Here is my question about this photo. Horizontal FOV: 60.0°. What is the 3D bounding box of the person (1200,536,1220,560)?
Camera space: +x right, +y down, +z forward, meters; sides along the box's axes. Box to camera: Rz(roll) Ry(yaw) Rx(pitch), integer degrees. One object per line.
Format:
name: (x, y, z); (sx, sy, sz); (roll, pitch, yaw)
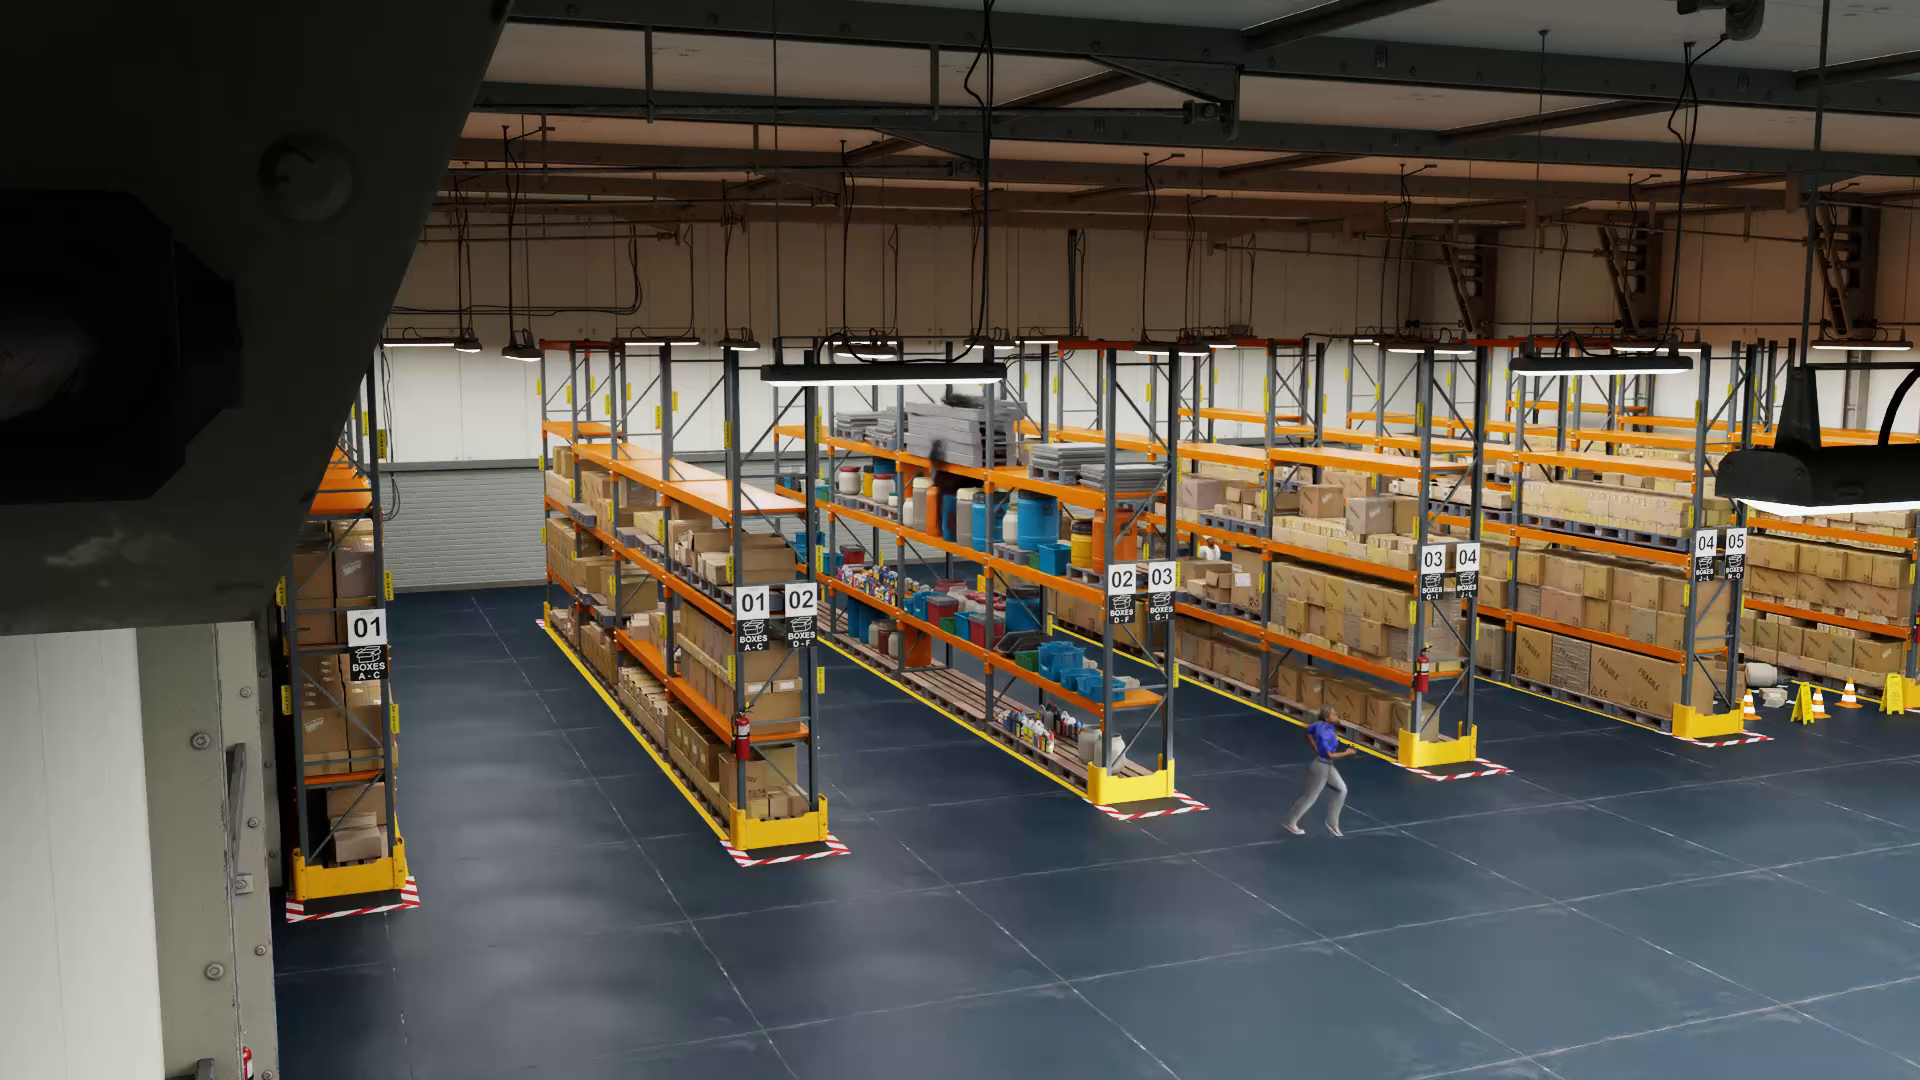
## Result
person: (5.513, 0.737, 36.300); (0.662, 1.779, 0.649); (-3, 8, -23)

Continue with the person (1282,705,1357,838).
person: (4.440, 2.861, 20.522); (0.882, 1.696, 0.585); (2, 8, 14)
